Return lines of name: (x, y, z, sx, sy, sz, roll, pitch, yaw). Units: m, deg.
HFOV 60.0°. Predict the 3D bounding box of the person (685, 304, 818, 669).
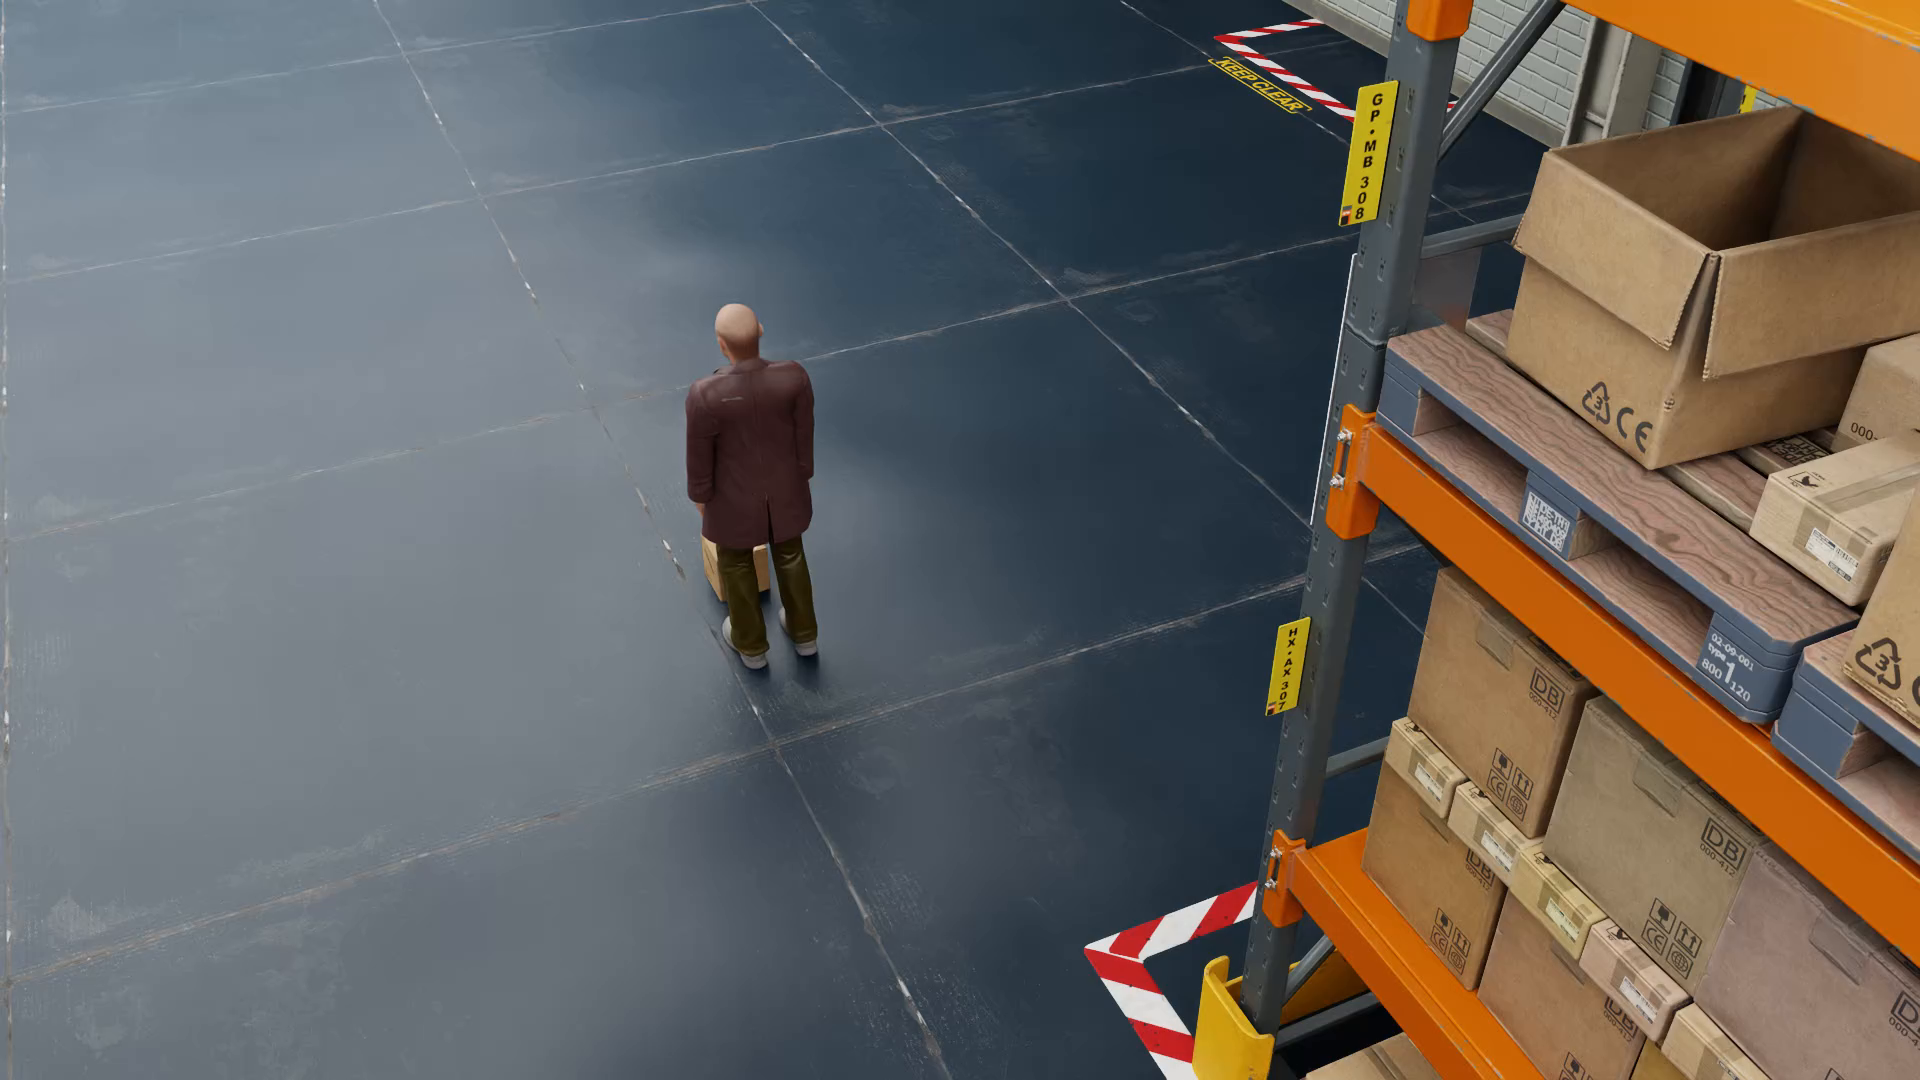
person: (-0.900, -0.229, 7.189, 0.562, 1.782, 0.388, -15, 39, -19)
